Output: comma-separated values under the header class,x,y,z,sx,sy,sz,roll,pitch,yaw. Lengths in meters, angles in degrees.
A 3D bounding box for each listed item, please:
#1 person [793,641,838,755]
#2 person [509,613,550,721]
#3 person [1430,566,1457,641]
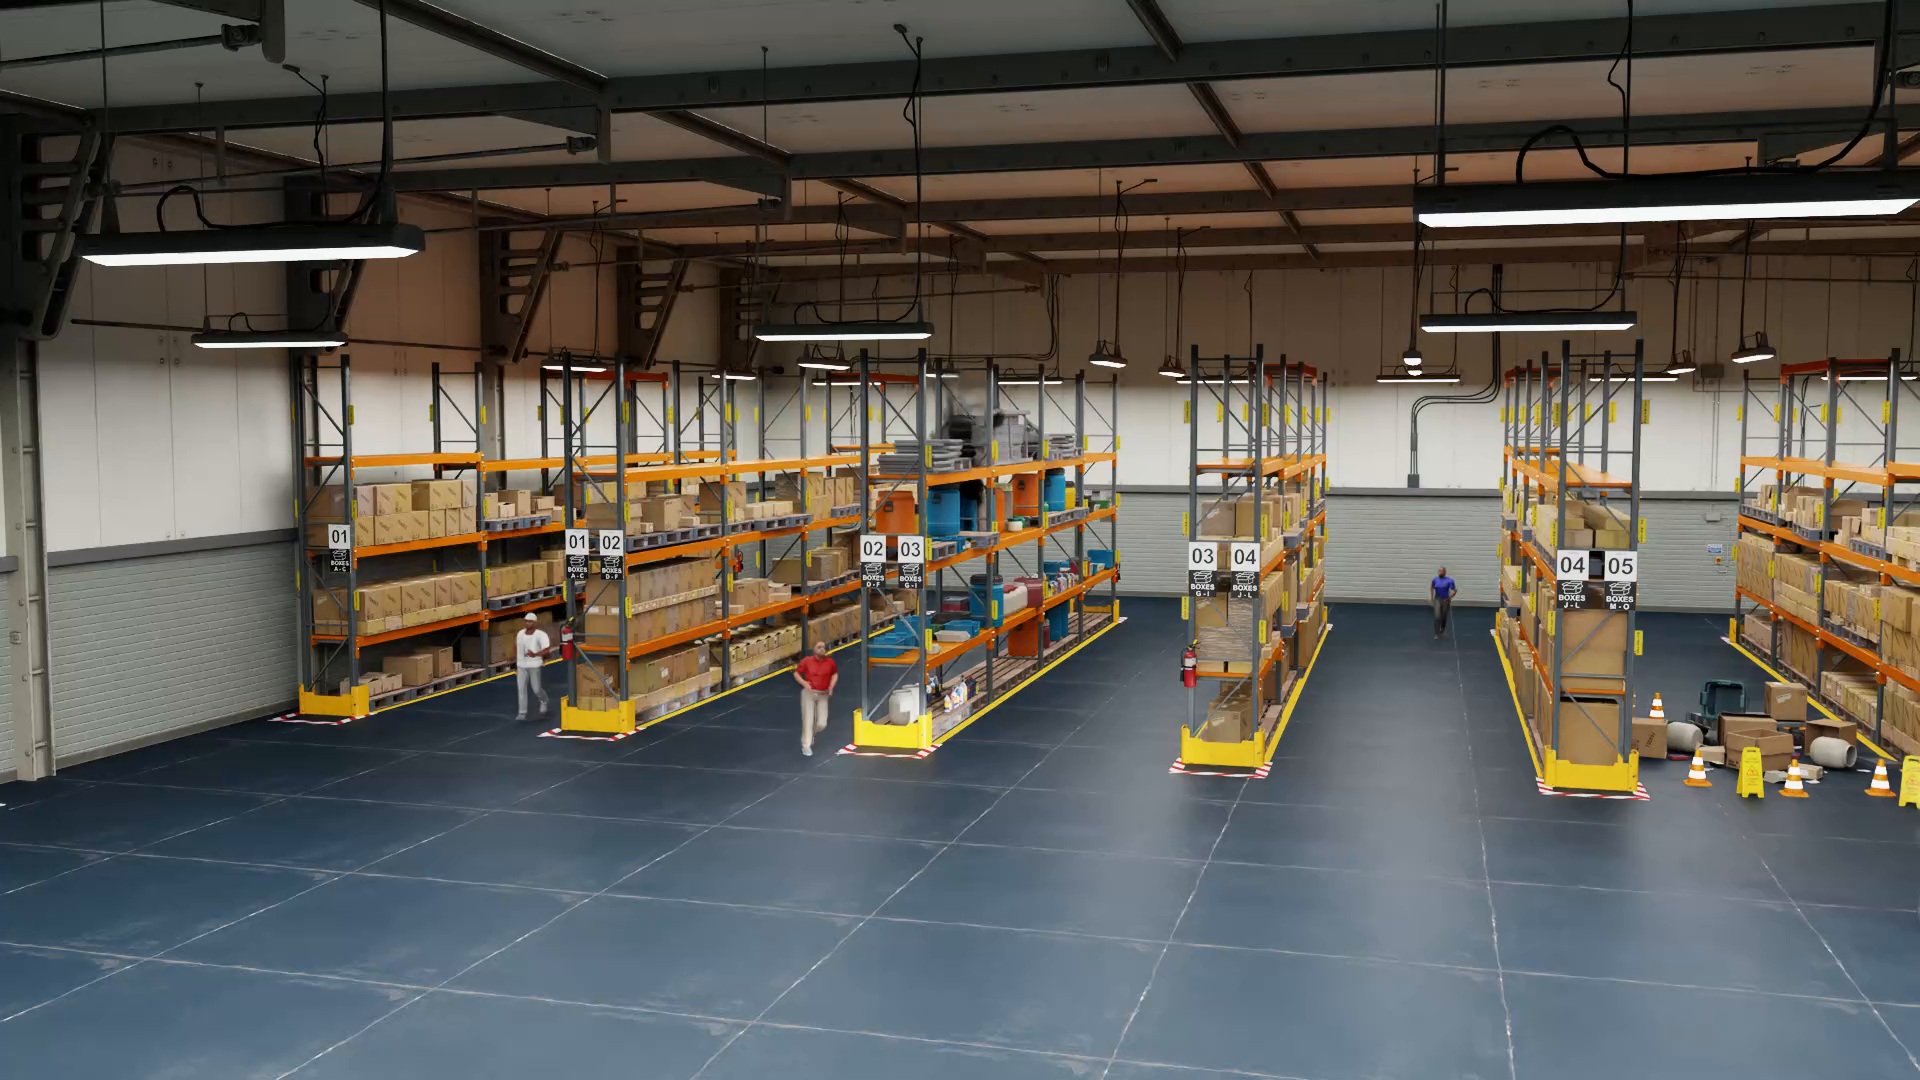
class,x,y,z,sx,sy,sz,roll,pitch,yaw
person,-2.121,2.327,24.693,0.689,1.674,0.630,-1,4,-17
person,-7.073,2.074,27.266,0.718,1.752,0.919,1,4,12
person,10.789,1.410,37.126,0.591,1.666,0.767,2,5,25
